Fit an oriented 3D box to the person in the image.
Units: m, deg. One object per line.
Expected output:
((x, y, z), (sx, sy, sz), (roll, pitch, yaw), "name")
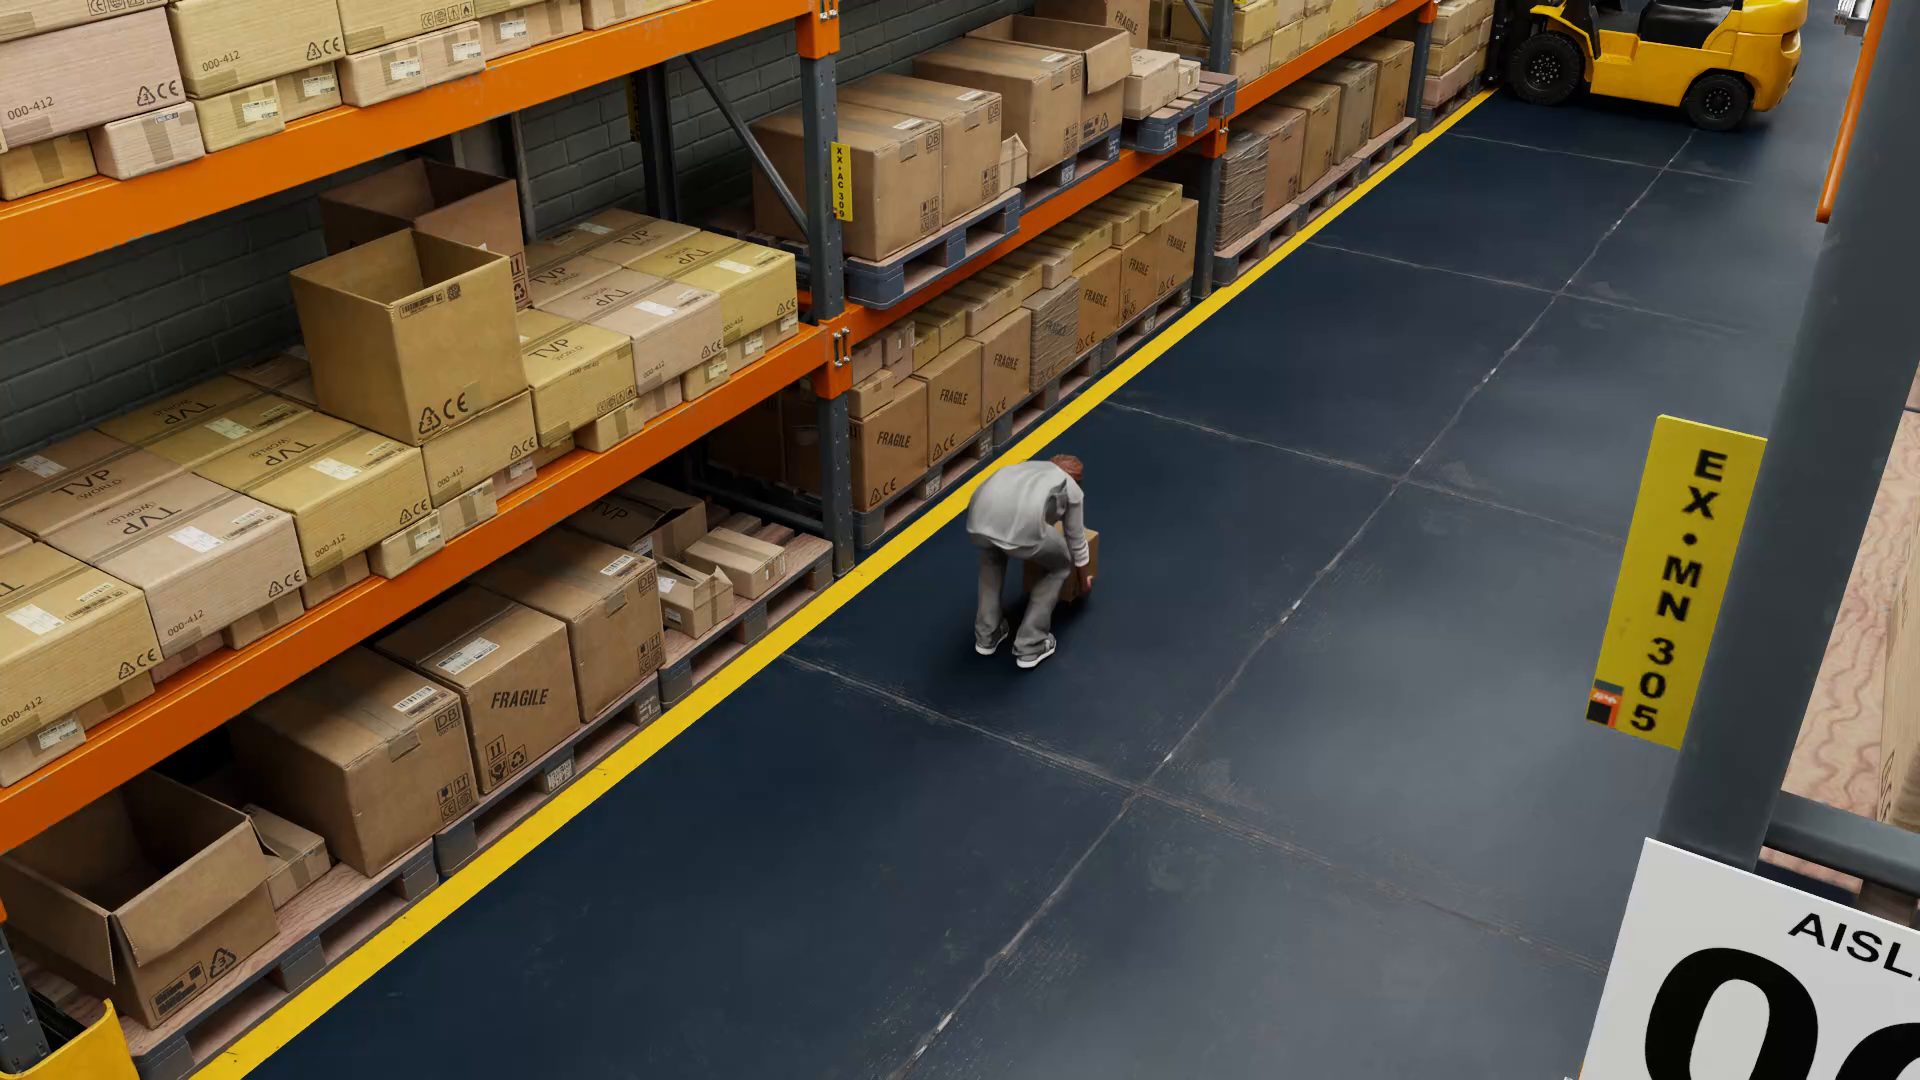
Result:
((0.311, 0.029, 7.263), (0.418, 0.910, 0.858), (14, 34, 22), "person")
